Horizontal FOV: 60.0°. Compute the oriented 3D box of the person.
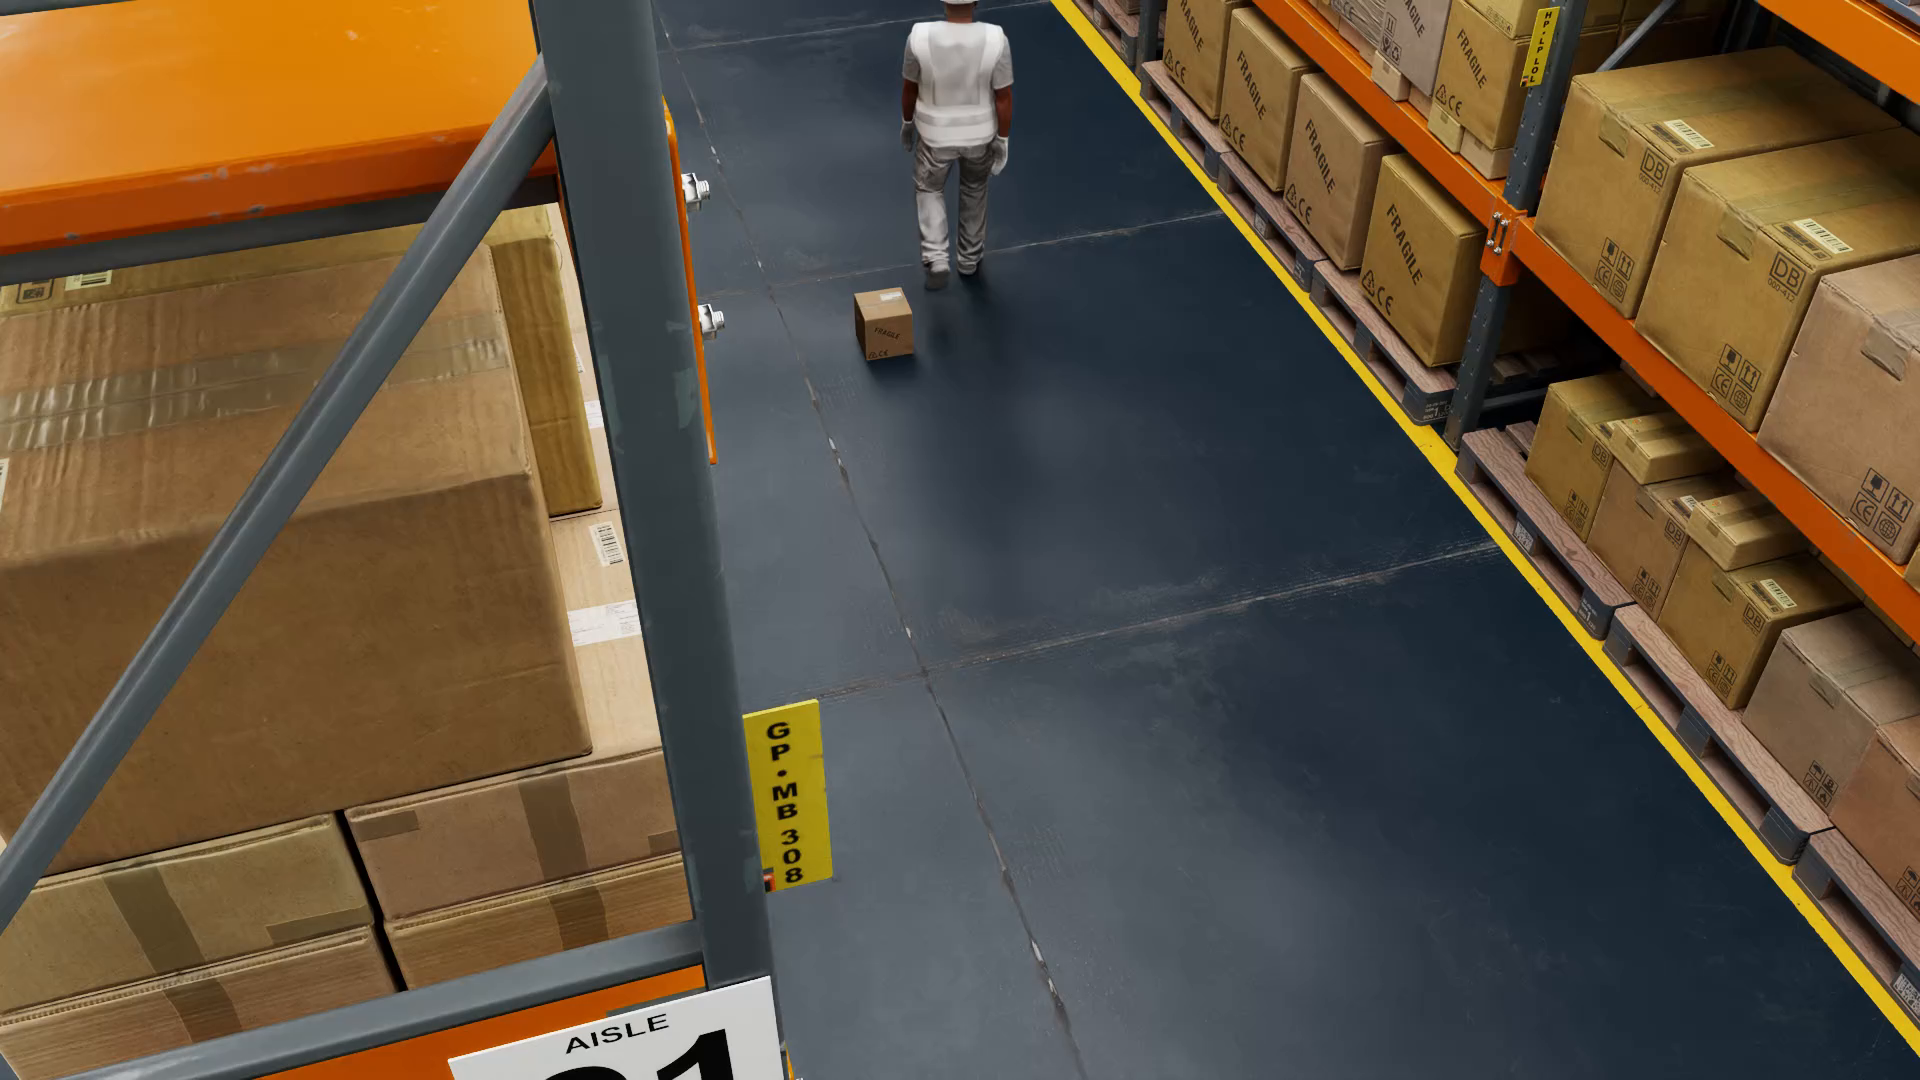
[{"bbox_3d":[-0.021,-2.053,8.405,0.564,1.767,0.731,-1,42,-1],"label":"person"}]
